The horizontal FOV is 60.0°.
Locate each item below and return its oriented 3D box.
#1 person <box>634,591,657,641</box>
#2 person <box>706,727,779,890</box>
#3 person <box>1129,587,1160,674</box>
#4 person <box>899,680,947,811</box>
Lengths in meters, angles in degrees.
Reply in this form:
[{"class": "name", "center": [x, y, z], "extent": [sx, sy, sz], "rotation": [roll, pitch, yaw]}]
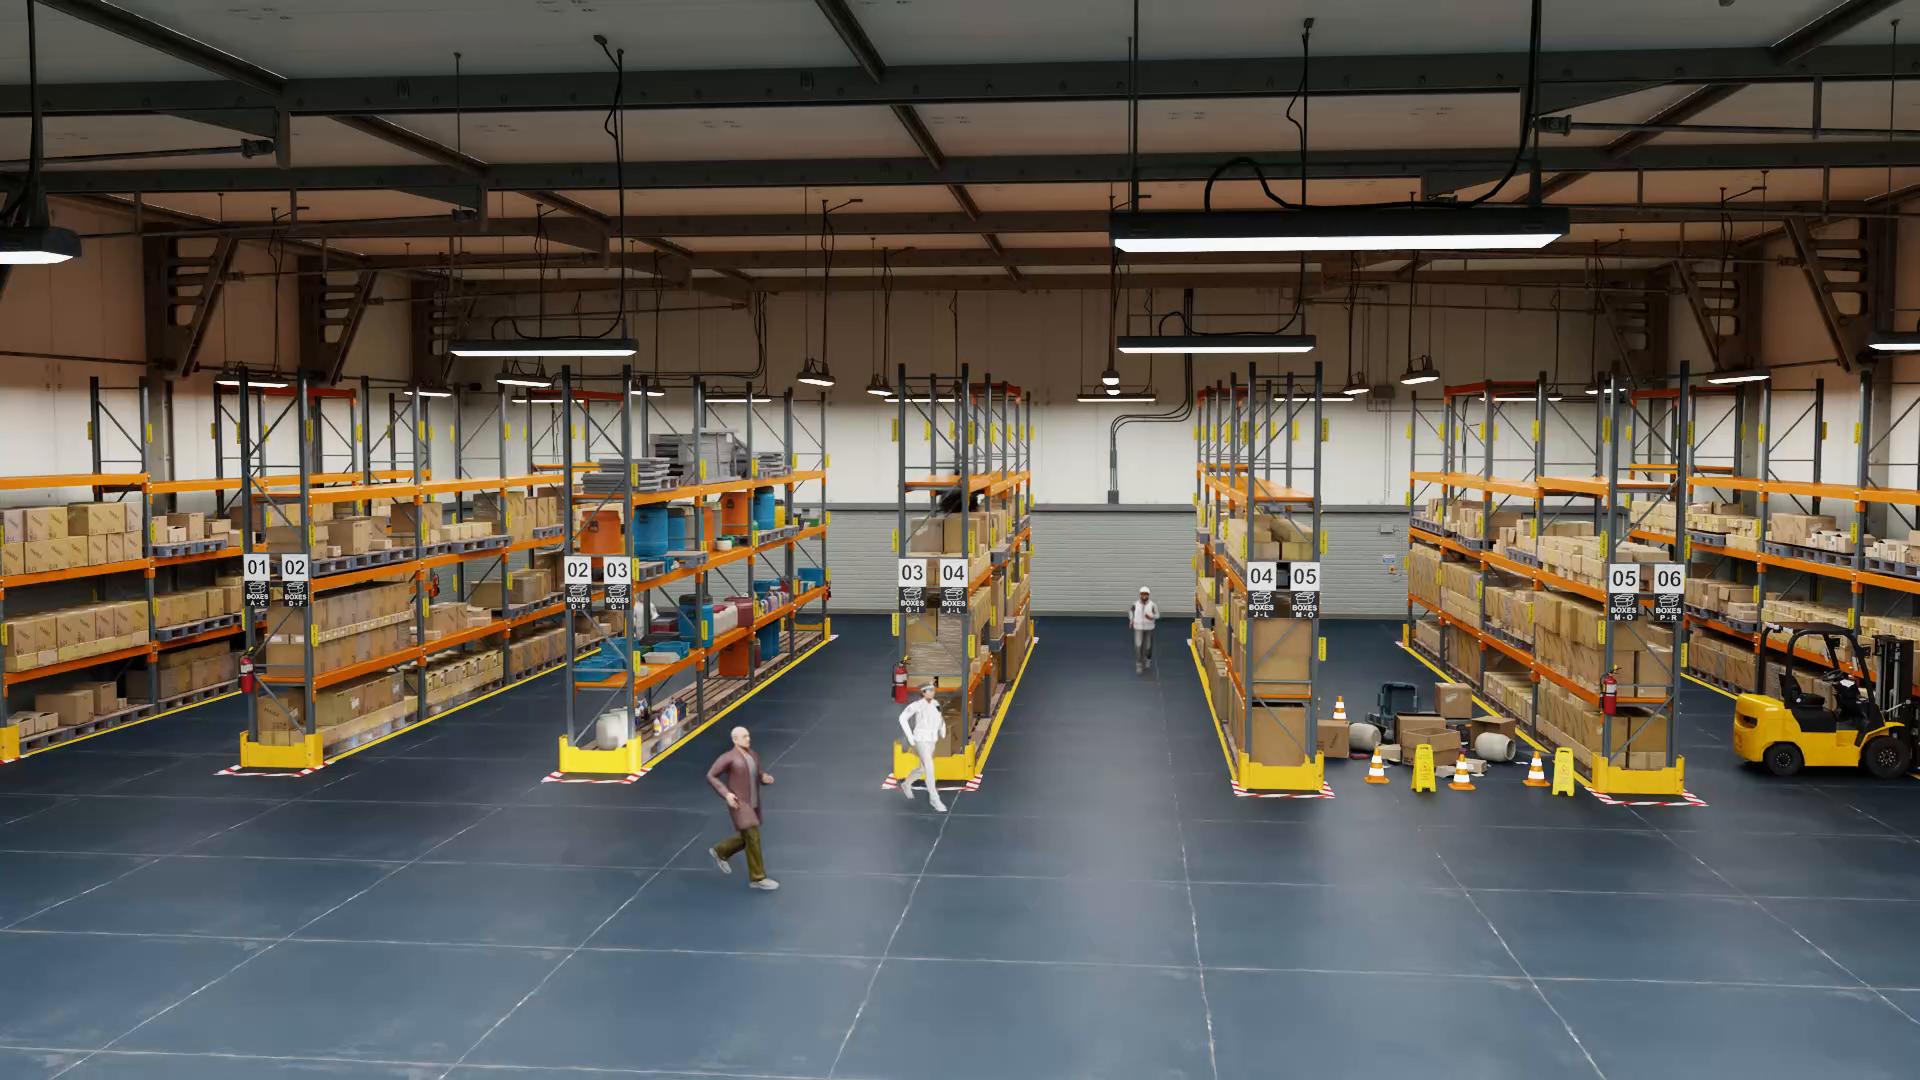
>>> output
[{"class": "person", "center": [-6.815, 1.879, 35.762], "extent": [0.598, 1.651, 0.556], "rotation": [0, 4, -7]}, {"class": "person", "center": [-2.404, 2.932, 18.333], "extent": [1.021, 1.754, 0.715], "rotation": [2, 4, 29]}, {"class": "person", "center": [3.843, 1.858, 34.743], "extent": [0.658, 1.766, 0.947], "rotation": [1, 4, 10]}, {"class": "person", "center": [-0.469, 2.719, 22.329], "extent": [0.922, 1.697, 0.632], "rotation": [3, 5, 43]}]
